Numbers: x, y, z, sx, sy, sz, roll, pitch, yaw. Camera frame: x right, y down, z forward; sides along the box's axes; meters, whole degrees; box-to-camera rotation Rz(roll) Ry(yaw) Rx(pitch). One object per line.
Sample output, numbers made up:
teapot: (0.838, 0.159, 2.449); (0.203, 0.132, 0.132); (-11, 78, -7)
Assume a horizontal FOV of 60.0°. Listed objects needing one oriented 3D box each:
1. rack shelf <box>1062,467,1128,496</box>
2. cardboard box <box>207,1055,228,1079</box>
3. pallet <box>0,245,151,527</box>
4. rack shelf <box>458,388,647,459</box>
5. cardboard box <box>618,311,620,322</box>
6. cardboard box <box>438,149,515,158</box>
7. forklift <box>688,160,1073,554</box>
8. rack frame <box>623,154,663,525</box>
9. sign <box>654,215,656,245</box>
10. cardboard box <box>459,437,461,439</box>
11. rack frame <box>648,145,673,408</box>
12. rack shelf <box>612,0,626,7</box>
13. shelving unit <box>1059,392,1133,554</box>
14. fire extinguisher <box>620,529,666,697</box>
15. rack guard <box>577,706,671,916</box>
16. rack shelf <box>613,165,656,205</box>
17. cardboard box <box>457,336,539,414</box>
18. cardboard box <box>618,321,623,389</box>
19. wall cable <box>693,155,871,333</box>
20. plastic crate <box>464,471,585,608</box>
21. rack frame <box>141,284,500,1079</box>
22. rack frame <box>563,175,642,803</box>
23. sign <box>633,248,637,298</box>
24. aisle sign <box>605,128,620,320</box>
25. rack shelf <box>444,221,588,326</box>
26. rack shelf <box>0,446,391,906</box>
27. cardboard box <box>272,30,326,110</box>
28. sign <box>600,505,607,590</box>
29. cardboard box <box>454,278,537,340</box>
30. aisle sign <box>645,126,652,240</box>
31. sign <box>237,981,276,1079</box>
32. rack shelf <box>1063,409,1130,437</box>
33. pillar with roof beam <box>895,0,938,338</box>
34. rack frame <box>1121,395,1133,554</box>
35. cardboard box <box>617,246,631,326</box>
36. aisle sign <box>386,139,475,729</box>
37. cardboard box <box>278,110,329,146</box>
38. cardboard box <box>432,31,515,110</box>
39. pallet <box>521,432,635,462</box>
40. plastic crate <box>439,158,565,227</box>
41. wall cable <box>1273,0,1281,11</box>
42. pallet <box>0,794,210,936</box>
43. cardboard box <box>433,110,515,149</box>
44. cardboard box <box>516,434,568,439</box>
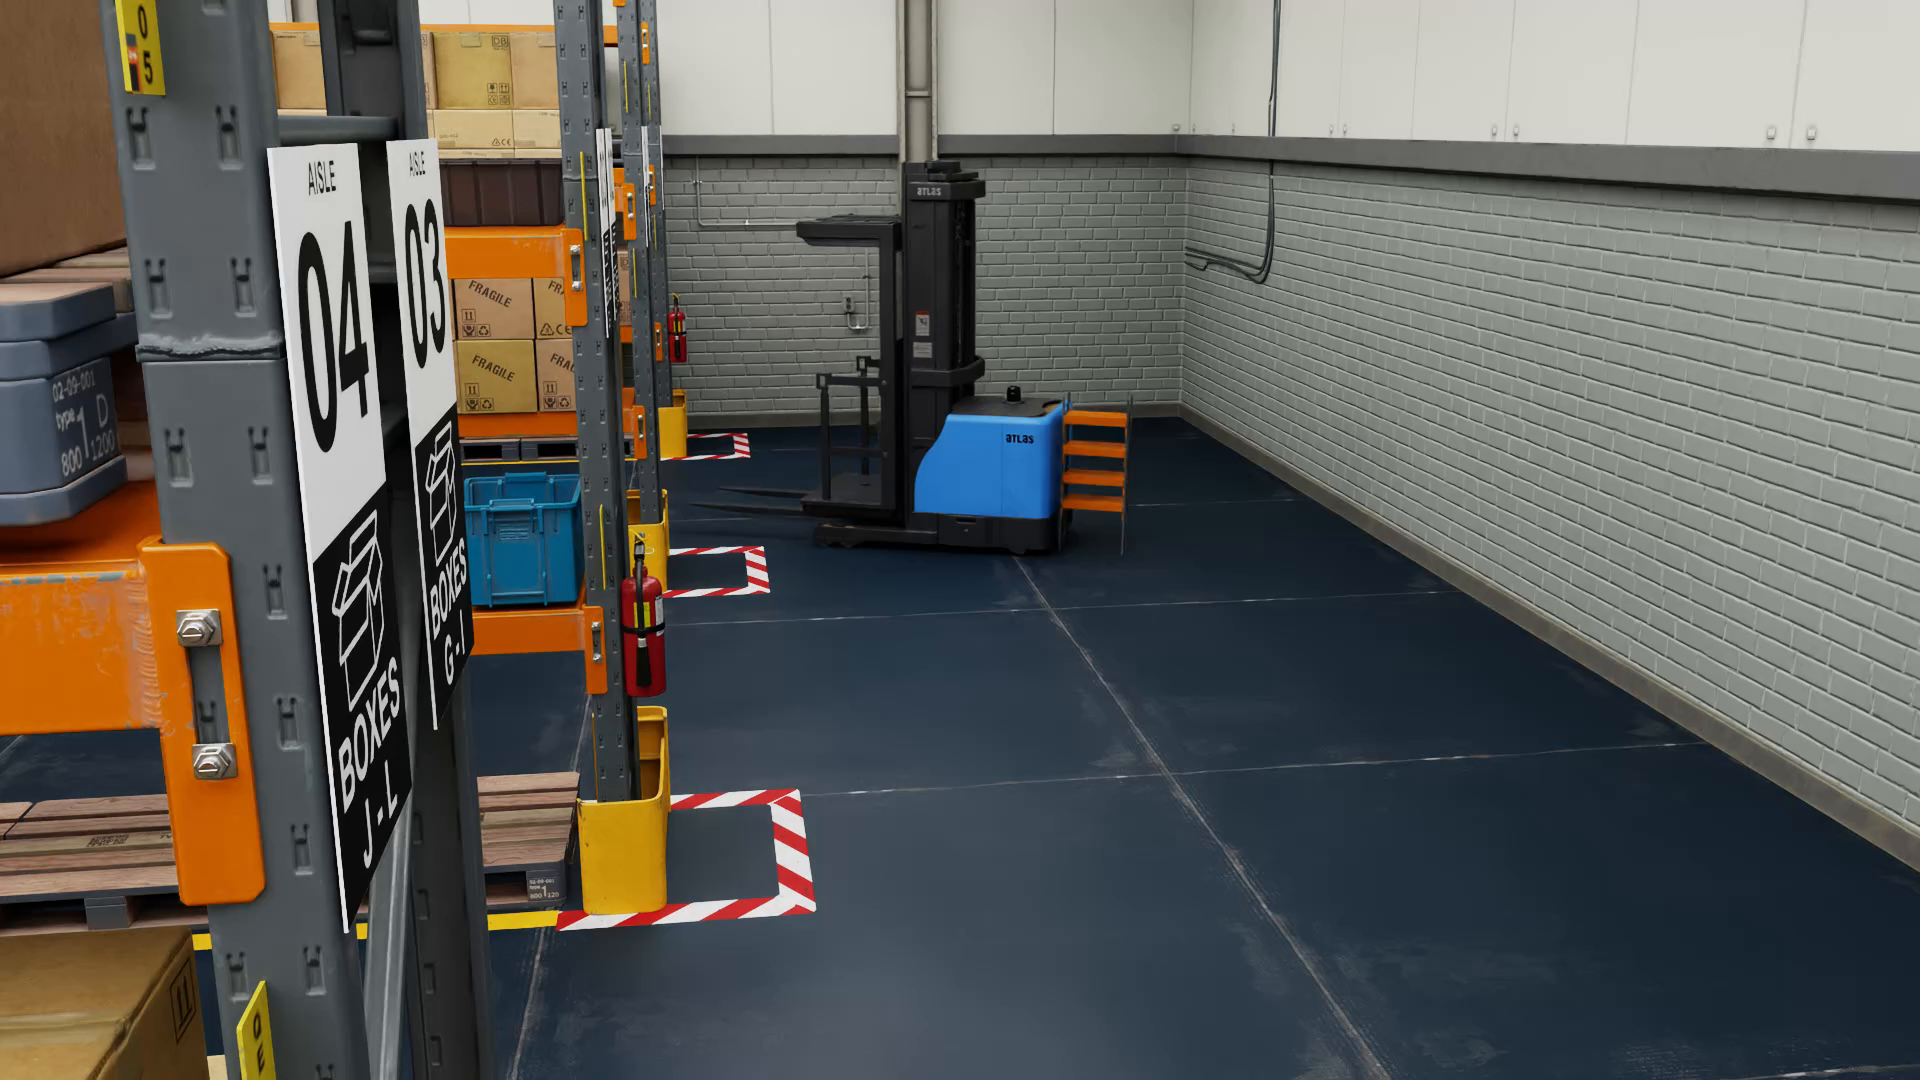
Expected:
rack shelf: (1.043, -0.451, 12.813); (0.480, 0.148, 0.258); (4, 15, 13)
cardboard box: (-1.293, 1.048, 2.573); (0.500, 0.250, 0.500); (-2, 14, -10)
pallet: (-1.510, -0.215, 1.930); (1.213, 0.211, 1.003); (-2, 14, -8)
rack shelf: (-4.228, -0.794, 11.702); (4.000, 0.370, 1.077); (-2, 14, -8)
cardboard box: (-2.728, -1.797, 11.958); (0.500, 0.500, 0.500); (-2, 14, -7)
cardboard box: (-3.215, -2.500, 11.168); (0.500, 0.250, 0.500); (-2, 14, -8)
forklift: (-0.661, -1.487, 13.126); (3.031, 2.935, 1.130); (4, 15, 14)
rack frame: (-2.250, -1.216, 11.903); (0.127, 3.000, 1.000); (-2, 14, -8)
sign: (-2.925, -2.953, 15.962); (0.005, 0.325, 0.100); (-2, 14, -8)
cardboard box: (-5.187, -1.291, 16.480); (0.500, 0.500, 0.700); (-2, 14, -7)
rack frame: (-2.992, -2.407, 16.654); (0.127, 3.000, 1.000); (-2, 14, -8)
rack shelf: (-4.228, -3.703, 10.972); (4.000, 0.370, 1.077); (-2, 14, -8)
shelving unit: (1.044, -0.516, 12.797); (0.503, 1.200, 0.258); (4, 15, 13)
fire extinguisher: (-1.299, 0.298, 6.792); (0.183, 0.674, 0.296); (-2, 14, -8)
rack guard: (-1.494, 1.184, 7.472); (0.348, 0.500, 1.175); (-2, 14, -8)
rack shelf: (-4.969, -3.441, 16.087); (4.000, 0.370, 1.077); (-2, 14, -8)
cardboard box: (-3.165, -1.163, 11.487); (0.500, 0.500, 0.500); (-2, 14, -8)
cardboard box: (-2.728, -1.312, 12.080); (0.500, 0.500, 0.500); (-2, 14, -7)
wall cable: (-1.866, -3.174, 17.623); (1.851, 1.984, 0.084); (-2, 14, -8)
plastic crate: (-1.819, -0.013, 6.912); (0.499, 0.435, 0.616); (-2, 14, -8)
rack frame: (-0.778, 1.167, 2.401); (0.127, 3.000, 1.000); (-2, 14, -8)
rack frame: (-1.516, -0.024, 7.152); (0.127, 3.000, 1.000); (-2, 14, -8)
sign: (-2.187, -1.796, 11.189); (0.005, 0.325, 0.100); (-2, 14, -8)
aisle sign: (-1.489, -1.359, 7.131); (0.004, 0.787, 0.394); (-2, 14, -8)
rack shelf: (-3.493, -1.058, 6.585); (4.000, 0.370, 1.077); (-2, 14, -8)
rack shelf: (-2.756, 0.134, 1.835); (4.000, 0.370, 1.077); (-2, 14, -8)
cardboard box: (-4.249, -3.144, 11.166); (0.500, 0.500, 0.700); (-2, 14, -8)
sign: (-1.418, 0.028, 6.606); (0.005, 0.325, 0.100); (-2, 14, -8)
cardboard box: (-3.149, -1.648, 11.367); (0.500, 0.500, 0.500); (-2, 14, -7)
aisle sign: (-2.226, -2.550, 11.878); (0.004, 0.787, 0.394); (-2, 14, -8)
sign: (-0.711, 0.622, 1.709); (0.005, 0.325, 0.100); (-2, 14, -8)
rack shelf: (1.050, -0.897, 12.700); (0.480, 0.148, 0.258); (4, 15, 13)
pillar with roof beam: (0.191, -4.587, 13.015); (0.400, 9.000, 9.100); (-2, 14, -8)
rack frame: (1.282, -0.499, 12.744); (0.015, 1.200, 0.240); (4, 15, 13)
cardboard box: (-3.494, -2.532, 16.534); (0.700, 0.700, 0.980); (-1, 14, -6)
aisle sign: (-0.751, -0.168, 2.383); (0.004, 0.787, 0.394); (-2, 14, -8)
cardboard box: (-4.203, -2.705, 10.957); (0.500, 0.250, 0.500); (-2, 14, -8)
cardboard box: (-3.263, -3.184, 11.323); (0.500, 0.500, 0.700); (-2, 14, -8)
pallet: (-3.771, -1.007, 16.802); (1.213, 0.211, 1.003); (-2, 14, -8)
plastic crate: (-1.938, -1.469, 7.014); (0.590, 0.269, 0.497); (-2, 14, -8)
wall cable: (3.058, -5.729, 13.567); (0.112, 2.526, 3.097); (-2, 14, -8)
pallet: (-3.541, 1.392, 7.236); (1.213, 0.211, 1.003); (-2, 14, -8)
cardboard box: (-3.214, -2.742, 11.104); (0.500, 0.250, 0.500); (-2, 14, -8)
cardboard box: (-4.164, -1.331, 16.637); (0.500, 0.500, 0.700); (-2, 14, -8)
